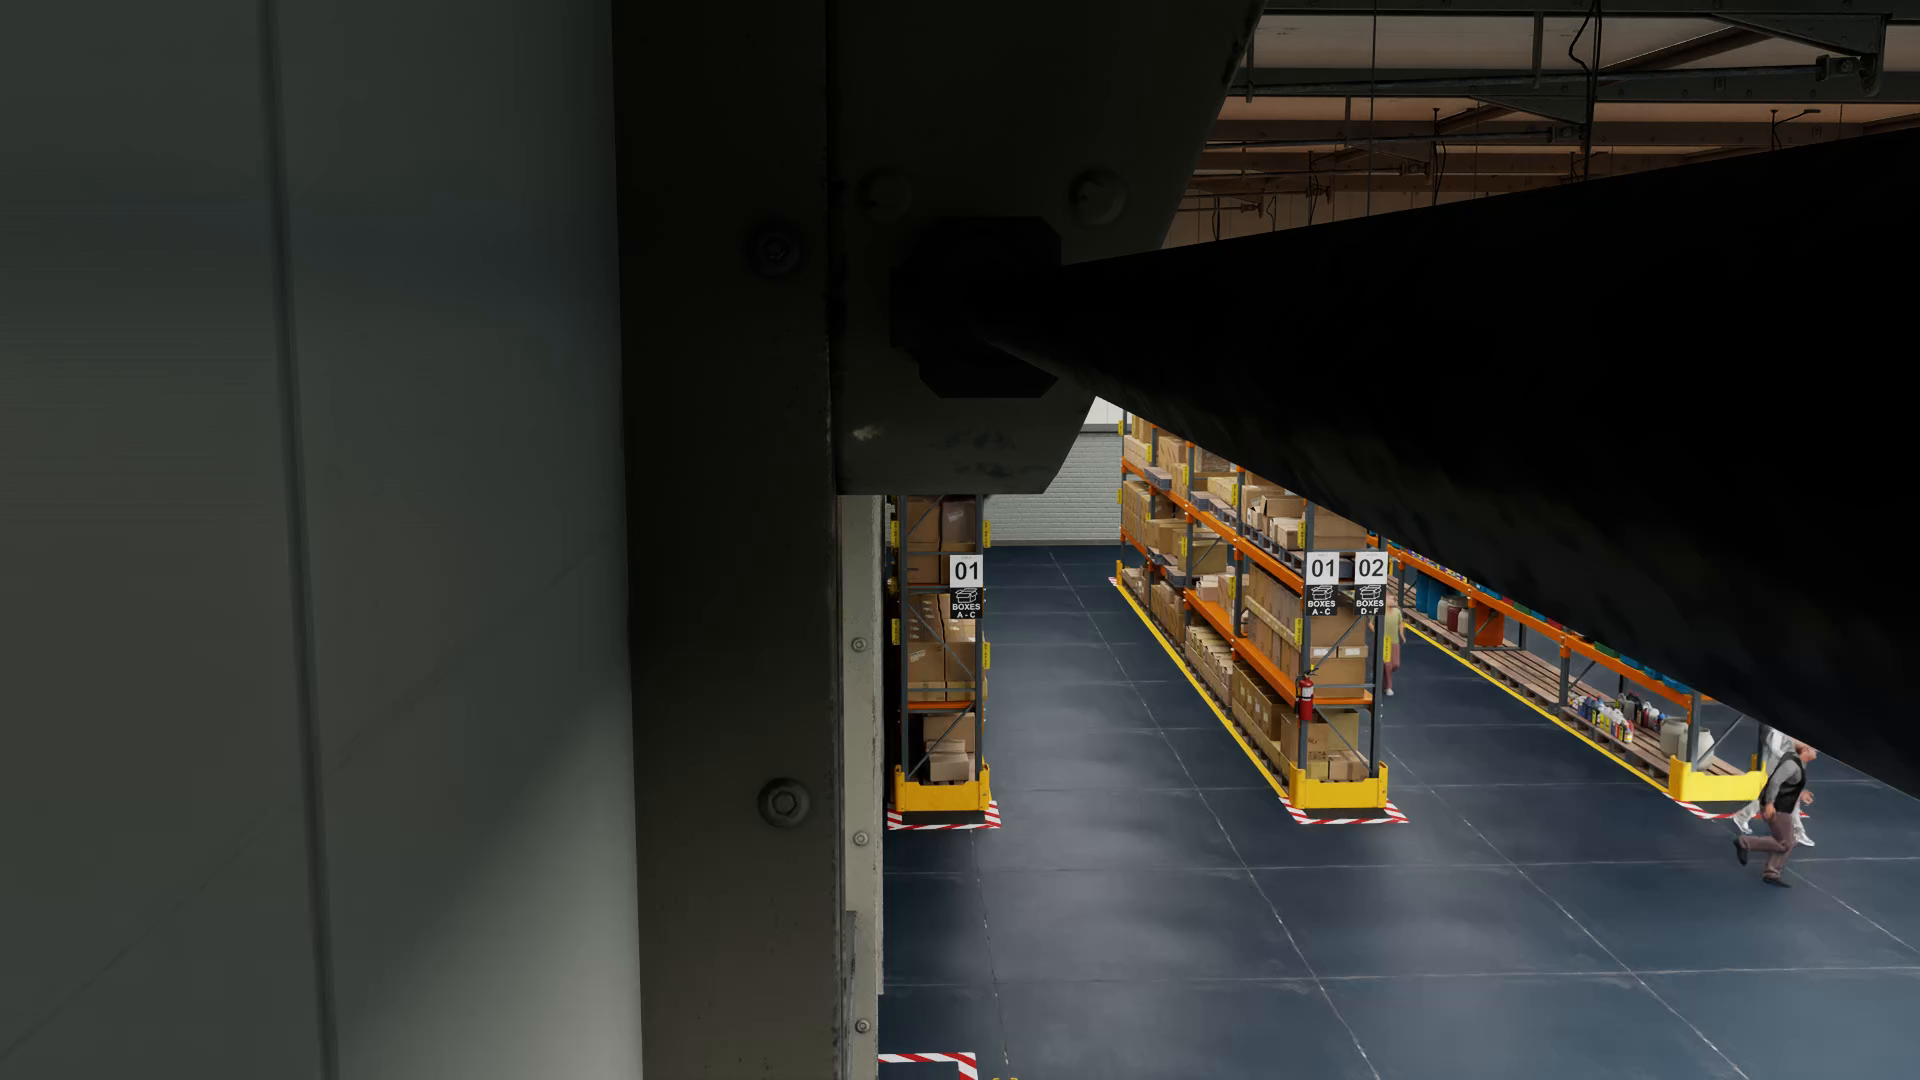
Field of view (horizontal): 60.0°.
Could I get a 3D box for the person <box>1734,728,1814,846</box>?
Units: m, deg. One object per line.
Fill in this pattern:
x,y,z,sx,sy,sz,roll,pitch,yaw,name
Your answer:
9.569,2.698,19.386,0.860,1.578,0.612,6,10,36,person

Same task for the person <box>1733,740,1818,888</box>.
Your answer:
8.776,2.910,17.922,0.757,1.659,0.653,3,9,22,person

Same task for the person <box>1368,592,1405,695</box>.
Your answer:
6.815,1.629,26.576,0.581,1.633,0.599,-1,8,-7,person
